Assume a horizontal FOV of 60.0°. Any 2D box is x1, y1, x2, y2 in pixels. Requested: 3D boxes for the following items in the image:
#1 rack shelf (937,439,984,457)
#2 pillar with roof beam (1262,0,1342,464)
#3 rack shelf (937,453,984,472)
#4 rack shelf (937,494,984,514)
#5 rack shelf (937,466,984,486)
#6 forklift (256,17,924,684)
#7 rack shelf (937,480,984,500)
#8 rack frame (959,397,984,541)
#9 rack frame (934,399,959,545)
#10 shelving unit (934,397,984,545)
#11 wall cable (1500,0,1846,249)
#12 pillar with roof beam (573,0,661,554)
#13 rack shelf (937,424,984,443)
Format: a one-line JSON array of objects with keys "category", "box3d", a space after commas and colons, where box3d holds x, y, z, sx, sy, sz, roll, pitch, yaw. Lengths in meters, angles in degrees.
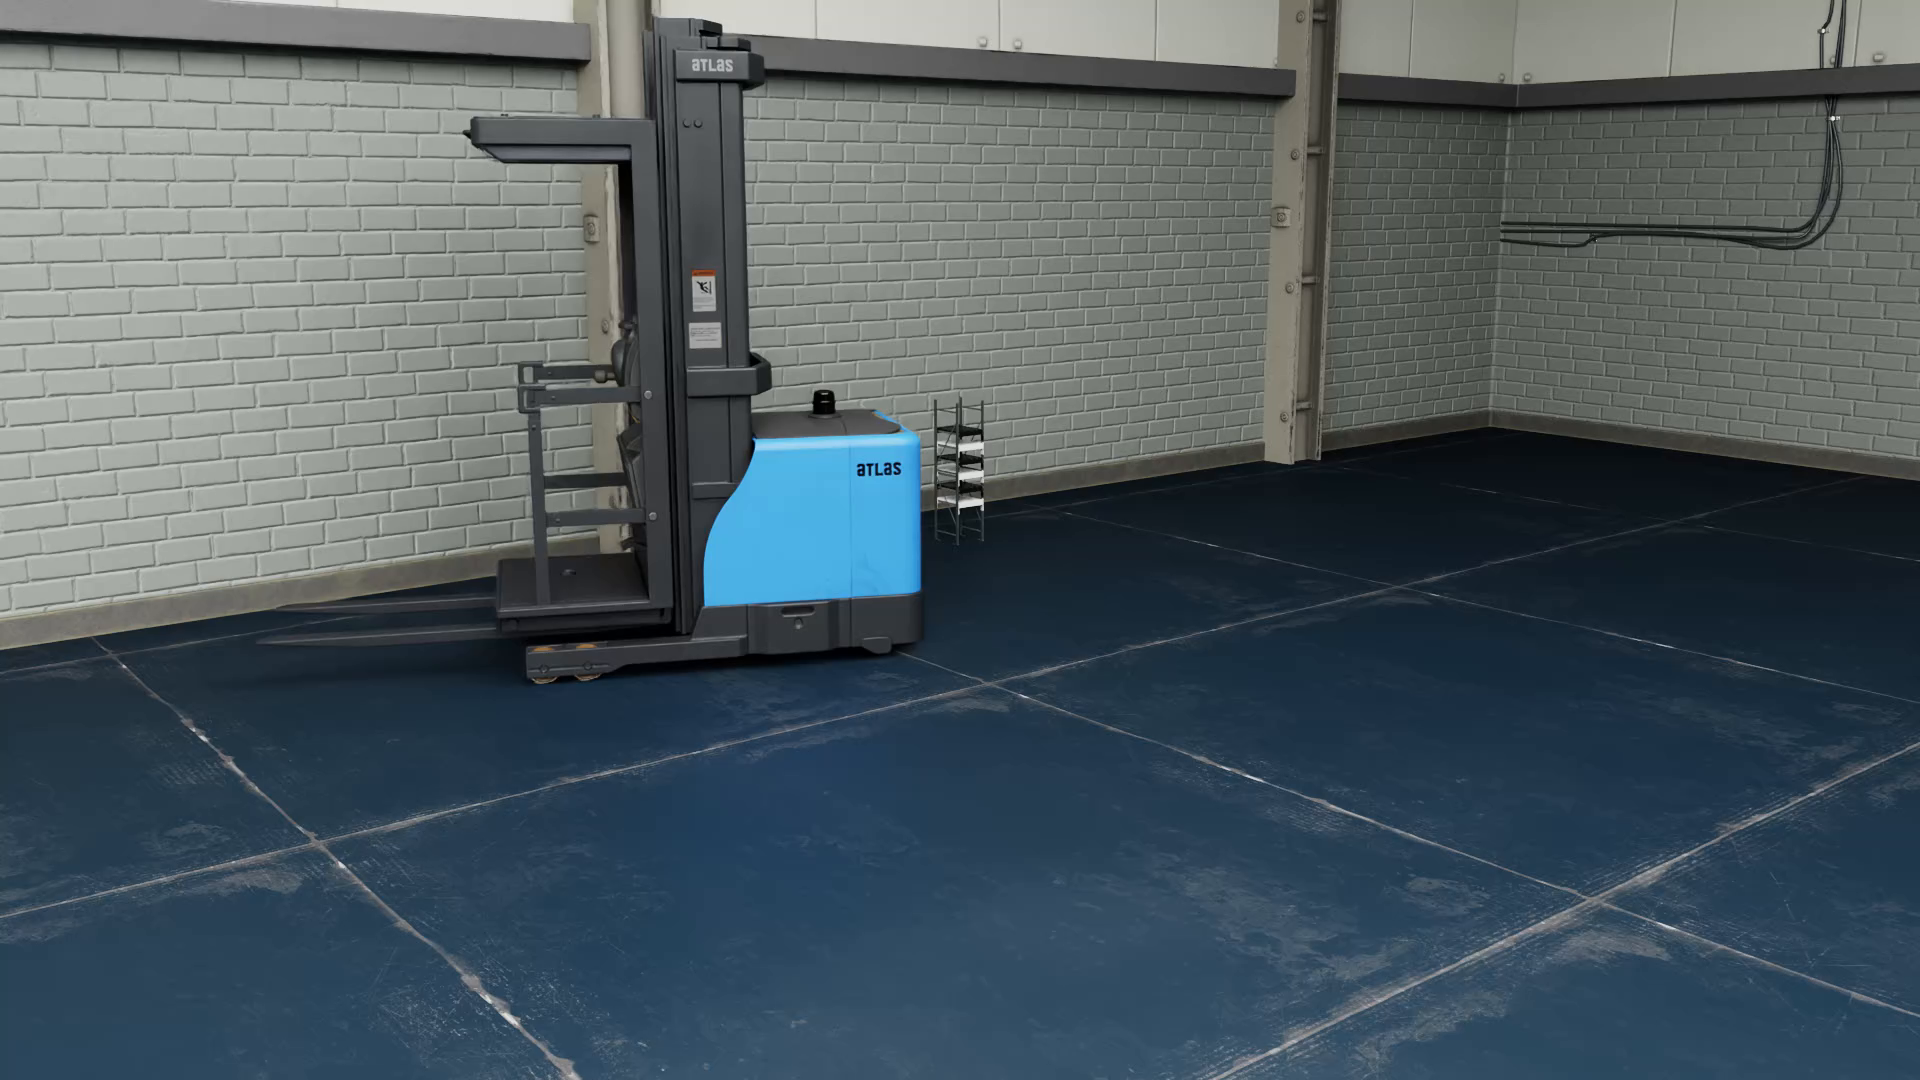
[{"category": "rack shelf", "box3d": [-0.006, -0.583, 10.500, 0.200, 0.077, 0.258, -9, 15, -38]}, {"category": "pillar with roof beam", "box3d": [5.430, -4.368, 9.534, 0.400, 9.000, 9.100, -9, 15, -38]}, {"category": "rack shelf", "box3d": [-0.006, -0.495, 10.519, 0.200, 0.077, 0.258, -9, 15, -38]}, {"category": "rack shelf", "box3d": [-0.006, -0.230, 10.575, 0.200, 0.077, 0.258, -9, 15, -38]}, {"category": "rack shelf", "box3d": [-0.006, -0.407, 10.537, 0.200, 0.077, 0.258, -9, 15, -38]}, {"category": "forklift", "box3d": [-1.748, -0.902, 7.818, 3.031, 2.935, 1.130, -3, 12, -14]}, {"category": "rack shelf", "box3d": [-0.006, -0.318, 10.556, 0.200, 0.077, 0.258, -9, 15, -38]}, {"category": "rack frame", "box3d": [0.073, -0.452, 10.592, 0.006, 0.900, 0.240, -9, 15, -38]}, {"category": "rack frame", "box3d": [-0.086, -0.426, 10.468, 0.006, 0.900, 0.240, -9, 15, -38]}, {"category": "shelving unit", "box3d": [-0.006, -0.439, 10.530, 0.210, 0.900, 0.258, -9, 15, -38]}, {"category": "wall cable", "box3d": [5.867, -3.715, 13.935, 0.112, 2.526, 3.097, -9, 15, -38]}, {"category": "pillar with roof beam", "box3d": [0.745, -3.589, 5.867, 0.400, 9.000, 9.100, -9, 15, -38]}, {"category": "rack shelf", "box3d": [-0.006, -0.671, 10.481, 0.200, 0.077, 0.258, -9, 15, -38]}]
